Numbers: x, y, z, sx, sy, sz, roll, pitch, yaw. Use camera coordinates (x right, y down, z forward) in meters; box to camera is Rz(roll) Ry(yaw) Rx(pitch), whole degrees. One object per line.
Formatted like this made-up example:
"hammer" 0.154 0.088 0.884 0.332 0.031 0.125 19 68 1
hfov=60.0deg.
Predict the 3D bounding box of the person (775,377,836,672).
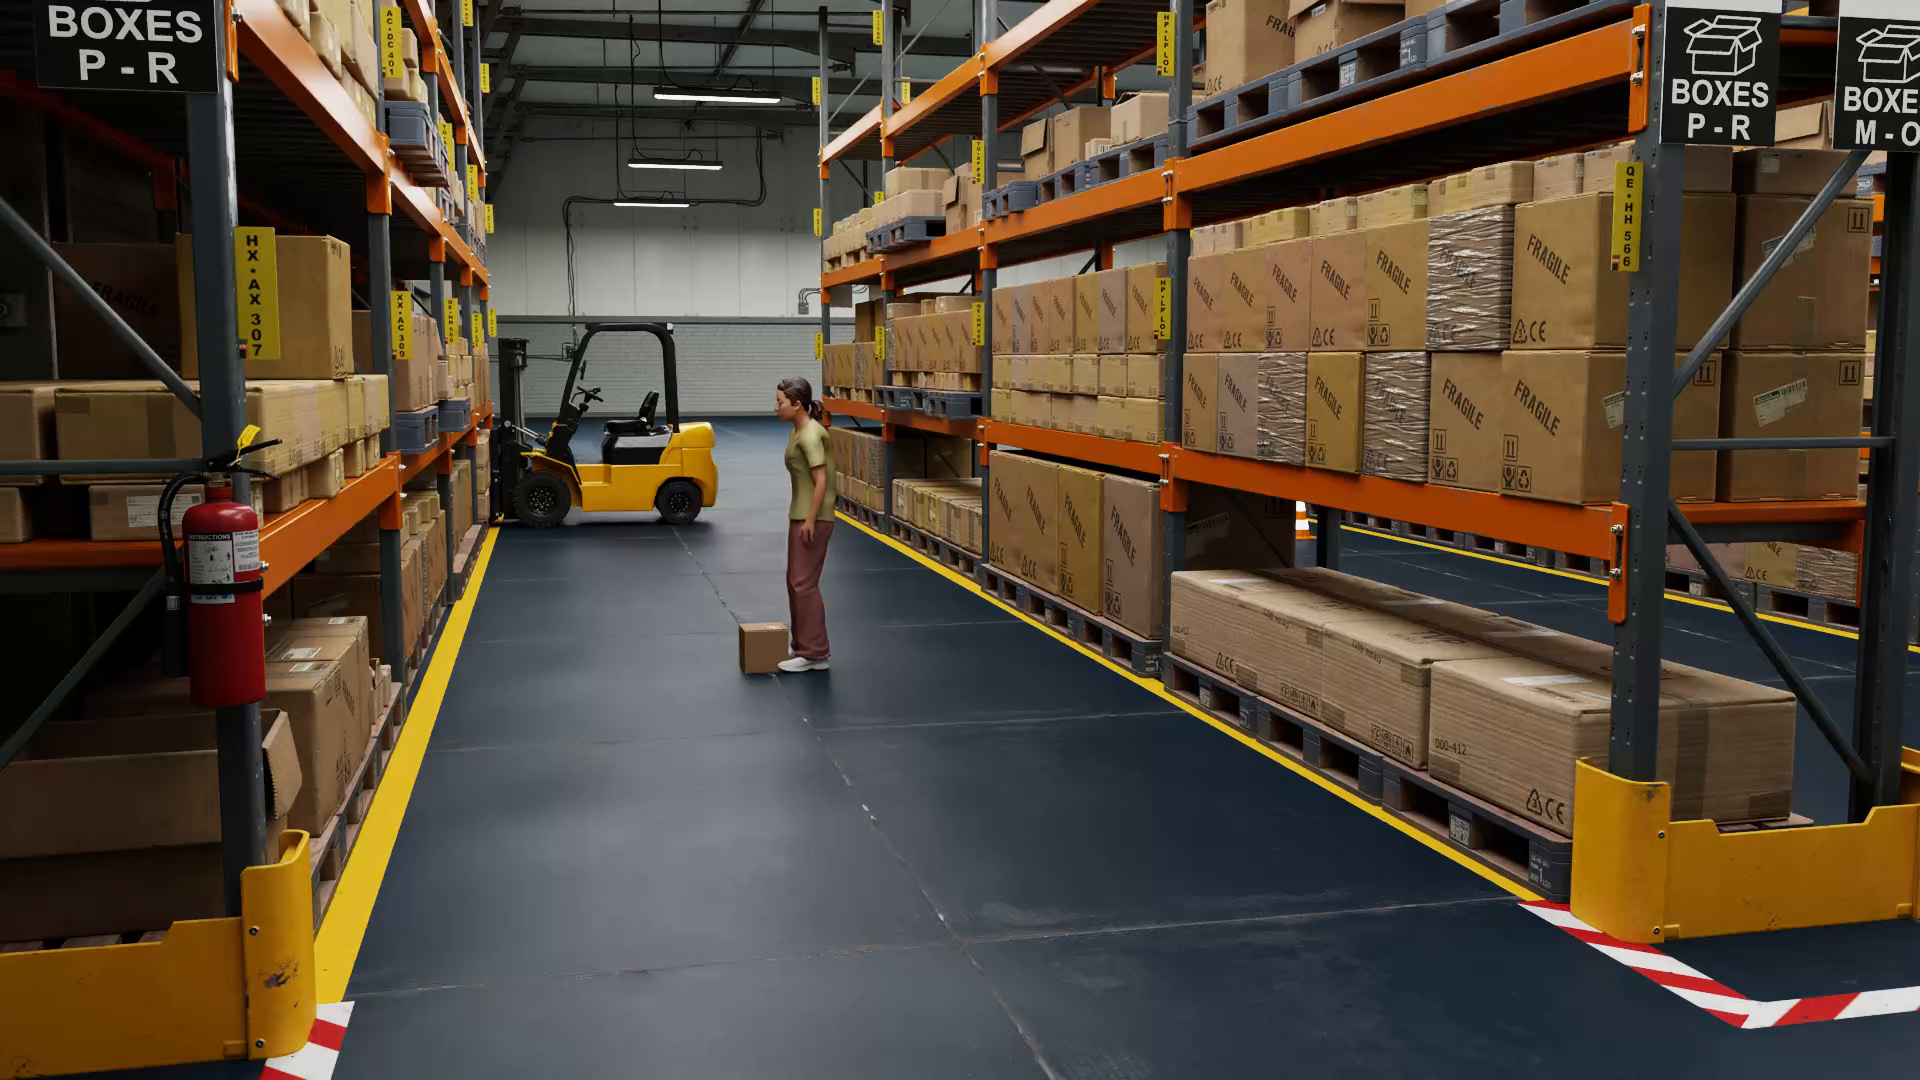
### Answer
"person" -0.893 -0.096 9.529 0.360 1.673 0.499 -2 6 -14
